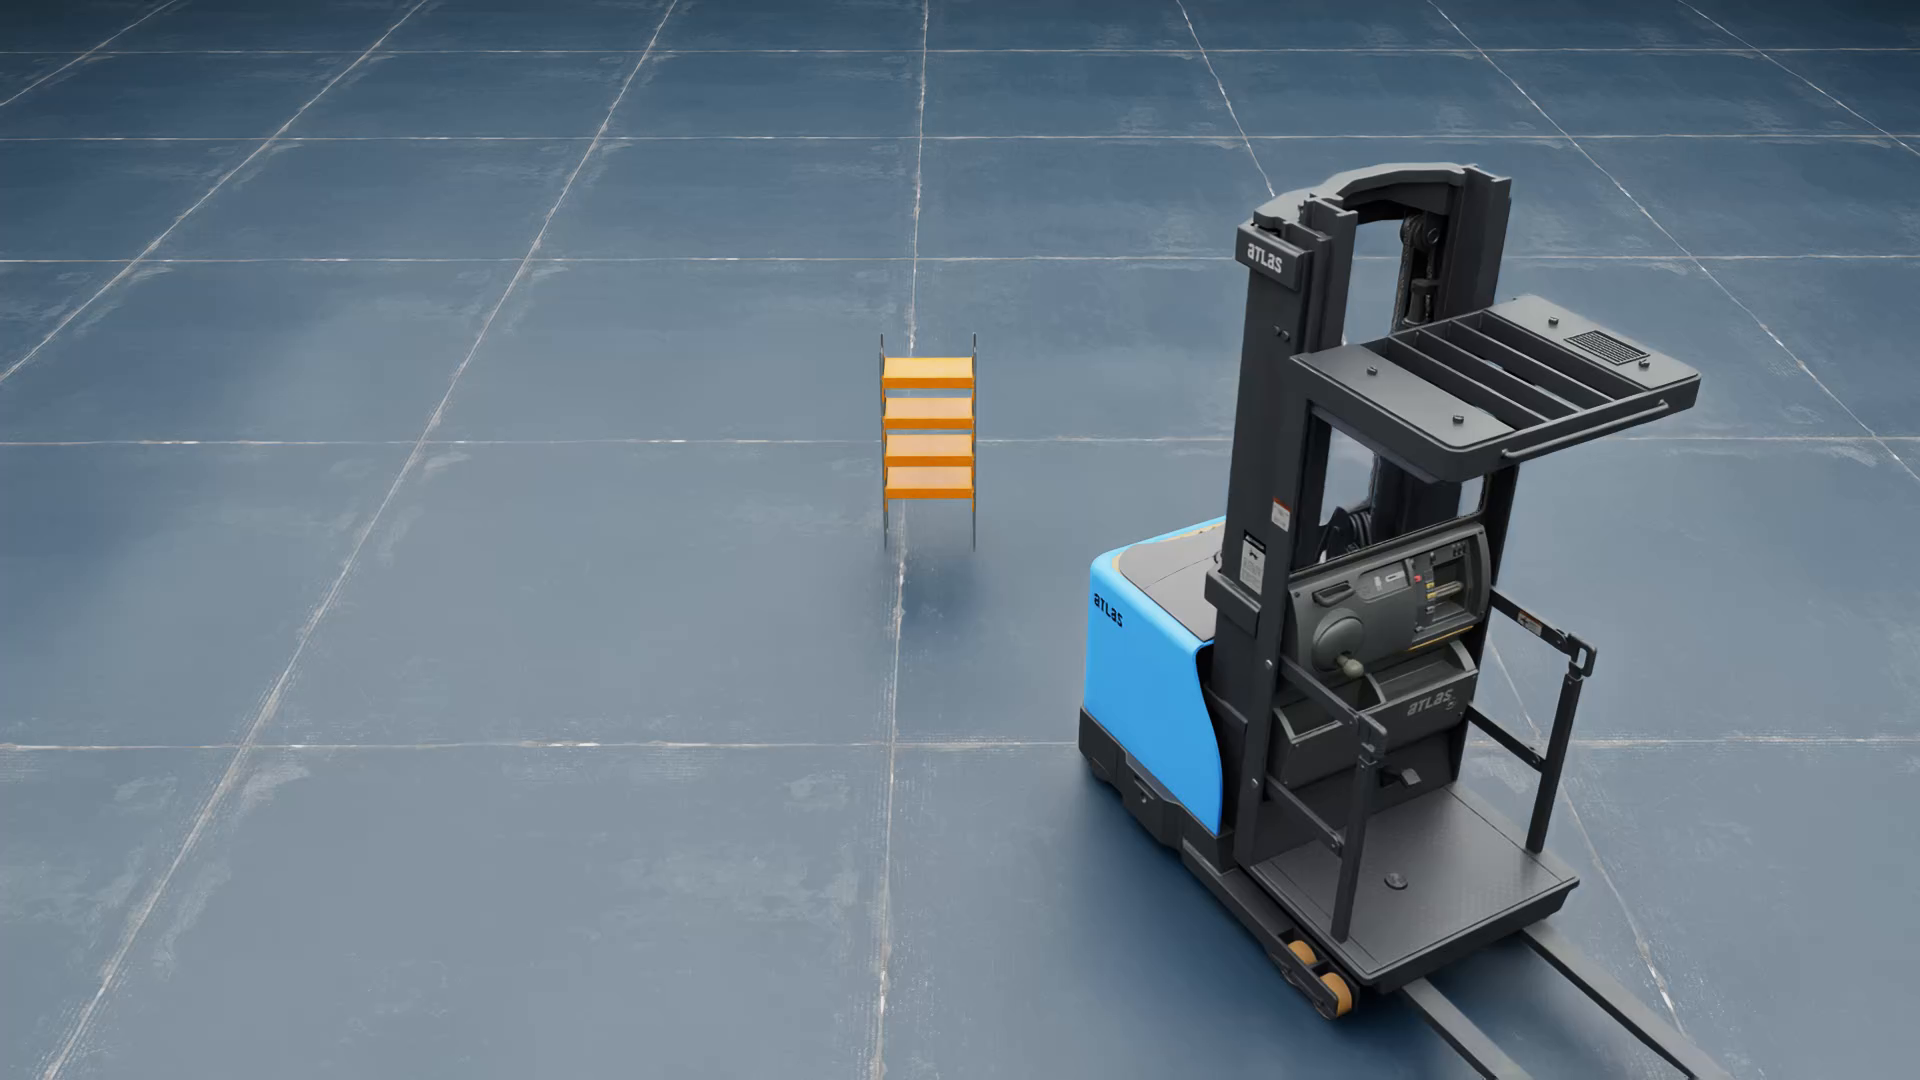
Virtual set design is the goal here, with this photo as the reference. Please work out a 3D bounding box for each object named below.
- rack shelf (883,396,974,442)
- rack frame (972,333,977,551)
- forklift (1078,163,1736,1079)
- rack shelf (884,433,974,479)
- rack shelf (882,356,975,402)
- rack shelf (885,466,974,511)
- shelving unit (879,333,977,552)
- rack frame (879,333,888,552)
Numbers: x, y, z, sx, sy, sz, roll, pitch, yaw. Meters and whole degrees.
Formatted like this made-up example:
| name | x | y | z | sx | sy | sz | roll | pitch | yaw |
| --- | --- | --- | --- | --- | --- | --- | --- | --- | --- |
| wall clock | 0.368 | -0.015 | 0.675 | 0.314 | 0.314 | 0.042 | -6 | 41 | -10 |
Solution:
| name | x | y | z | sx | sy | sz | roll | pitch | yaw |
| --- | --- | --- | --- | --- | --- | --- | --- | --- | --- |
| rack shelf | -0.166 | -0.646 | 8.857 | 0.480 | 0.148 | 0.258 | 0 | 31 | 0 |
| rack frame | 0.078 | -0.513 | 8.939 | 0.015 | 1.200 | 0.240 | 0 | 31 | 0 |
| forklift | 1.698 | 0.278 | 5.966 | 1.130 | 2.935 | 3.031 | -16 | 35 | -25 |
| rack shelf | -0.166 | -0.455 | 8.973 | 0.480 | 0.148 | 0.258 | 0 | 31 | 0 |
| rack shelf | -0.166 | -0.848 | 8.734 | 0.480 | 0.148 | 0.258 | 0 | 31 | 0 |
| rack shelf | -0.166 | -0.285 | 9.076 | 0.480 | 0.148 | 0.258 | 0 | 31 | 0 |
| shelving unit | -0.166 | -0.512 | 8.938 | 0.503 | 1.200 | 0.258 | 0 | 31 | 0 |
| rack frame | -0.410 | -0.512 | 8.937 | 0.015 | 1.200 | 0.240 | 0 | 31 | 0 |
